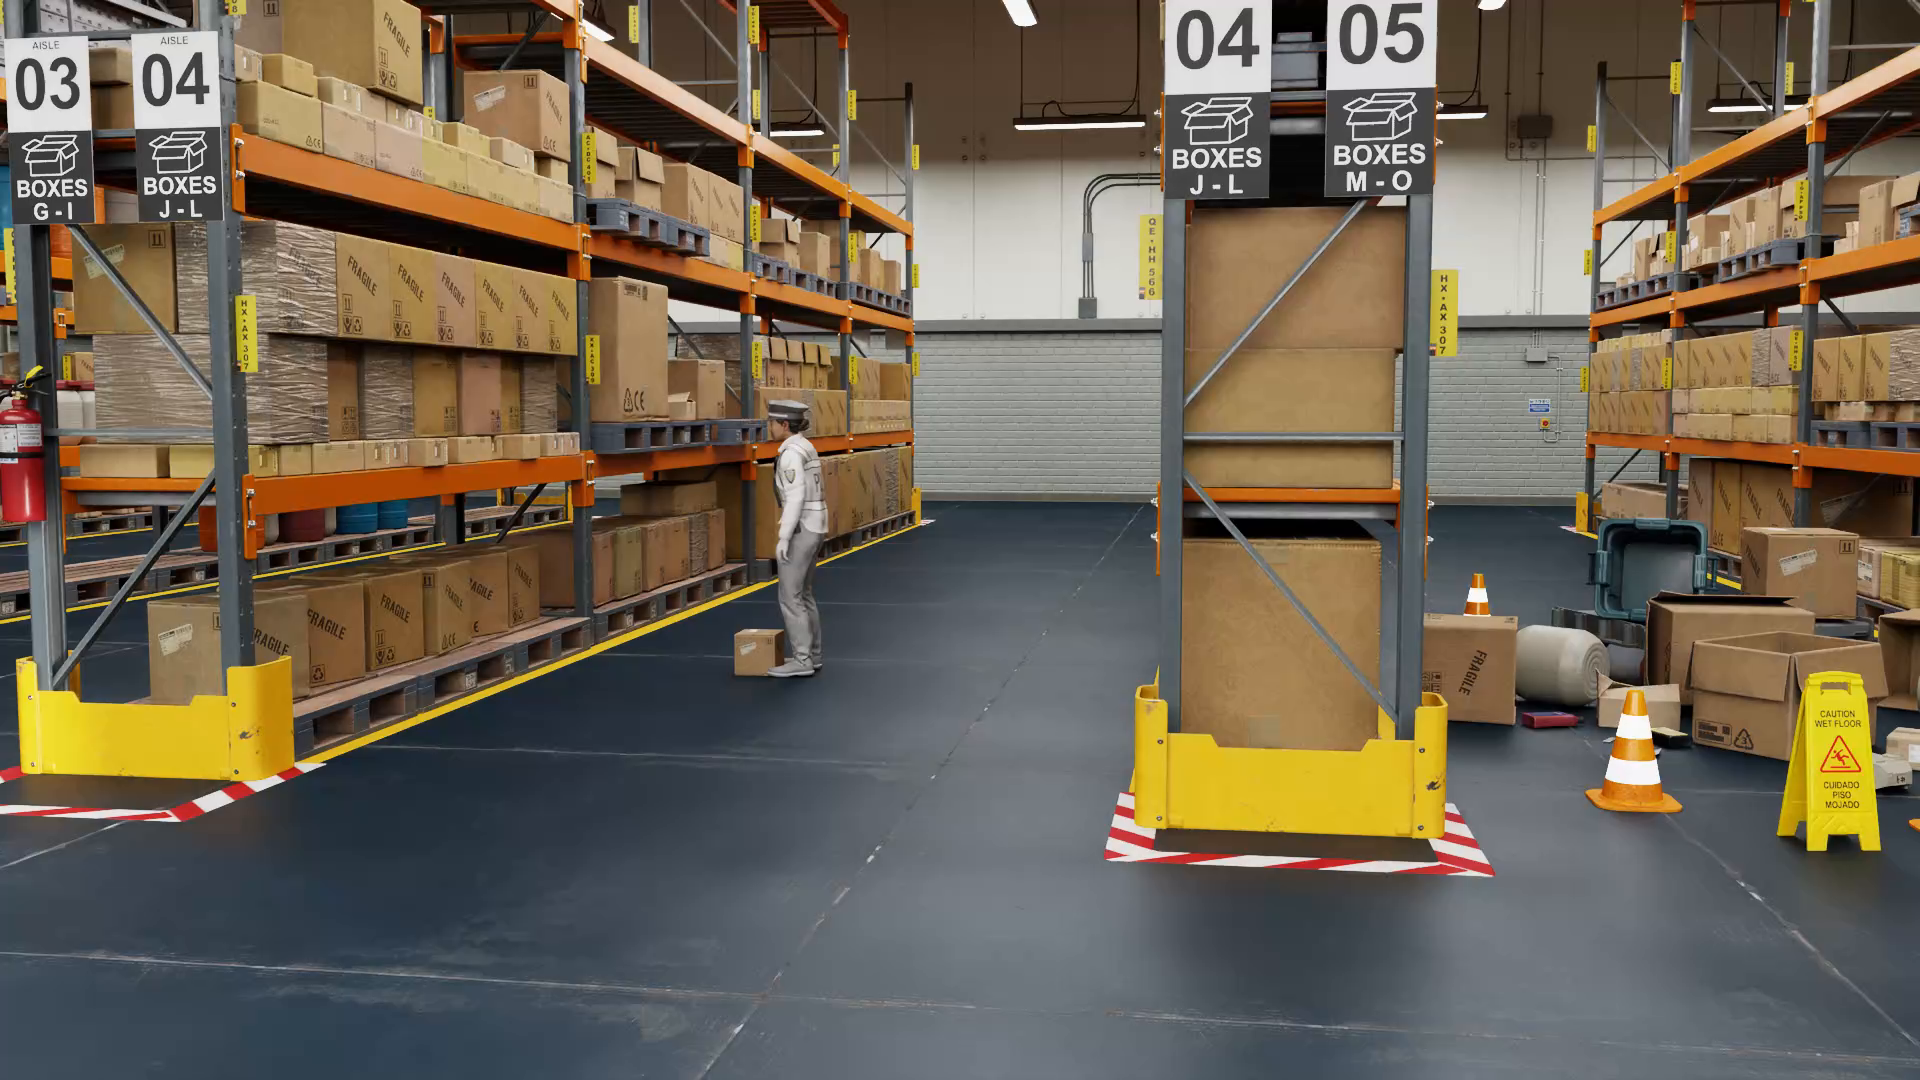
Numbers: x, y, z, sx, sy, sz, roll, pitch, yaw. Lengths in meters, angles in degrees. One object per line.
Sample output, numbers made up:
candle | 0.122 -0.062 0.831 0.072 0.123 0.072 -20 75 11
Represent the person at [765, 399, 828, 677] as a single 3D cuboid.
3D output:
person | -0.988 -0.016 10.063 0.370 1.666 0.545 0 5 6
